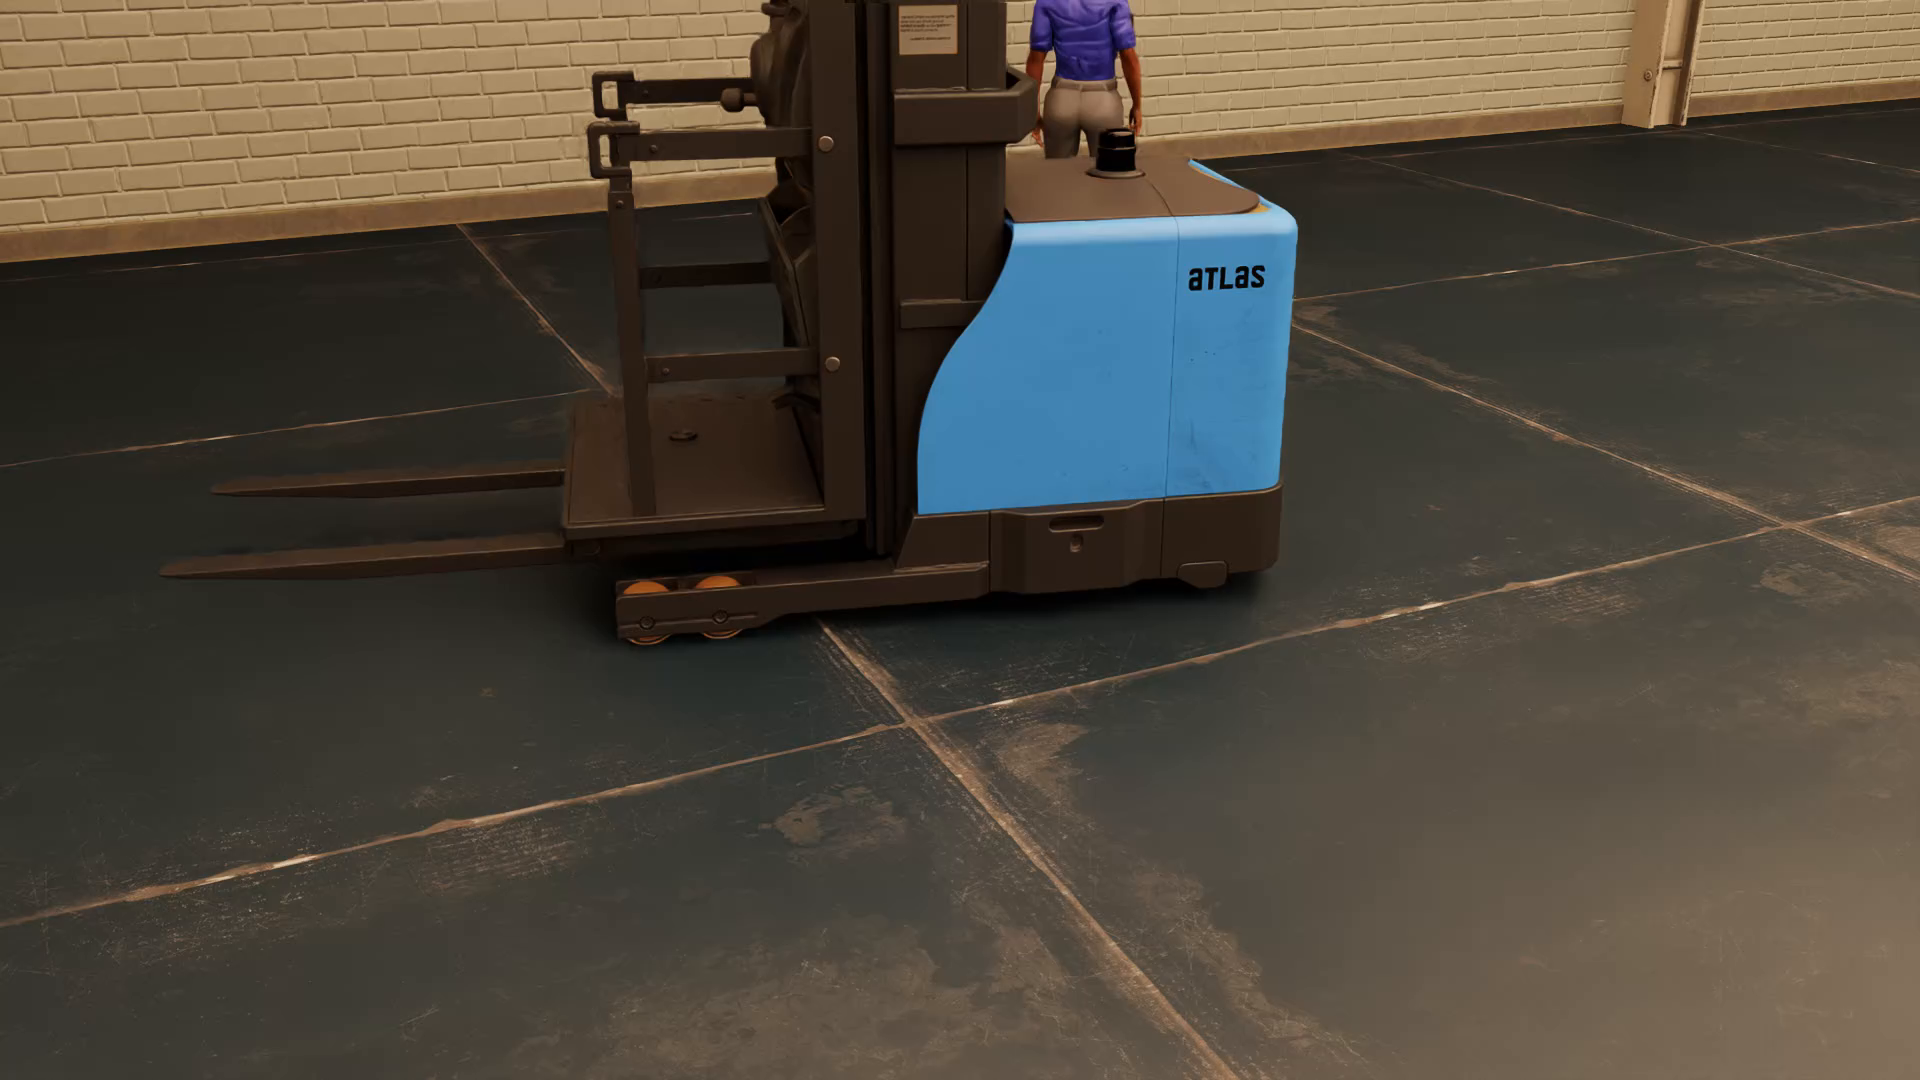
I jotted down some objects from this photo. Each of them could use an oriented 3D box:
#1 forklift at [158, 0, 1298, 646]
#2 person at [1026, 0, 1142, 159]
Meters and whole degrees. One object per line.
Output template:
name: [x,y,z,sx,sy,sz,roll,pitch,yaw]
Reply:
forklift: [-0.655,-1.293,4.398,3.031,2.935,1.130,-4,23,-10]
person: [0.585,-1.977,7.746,0.532,1.677,0.434,5,23,12]
